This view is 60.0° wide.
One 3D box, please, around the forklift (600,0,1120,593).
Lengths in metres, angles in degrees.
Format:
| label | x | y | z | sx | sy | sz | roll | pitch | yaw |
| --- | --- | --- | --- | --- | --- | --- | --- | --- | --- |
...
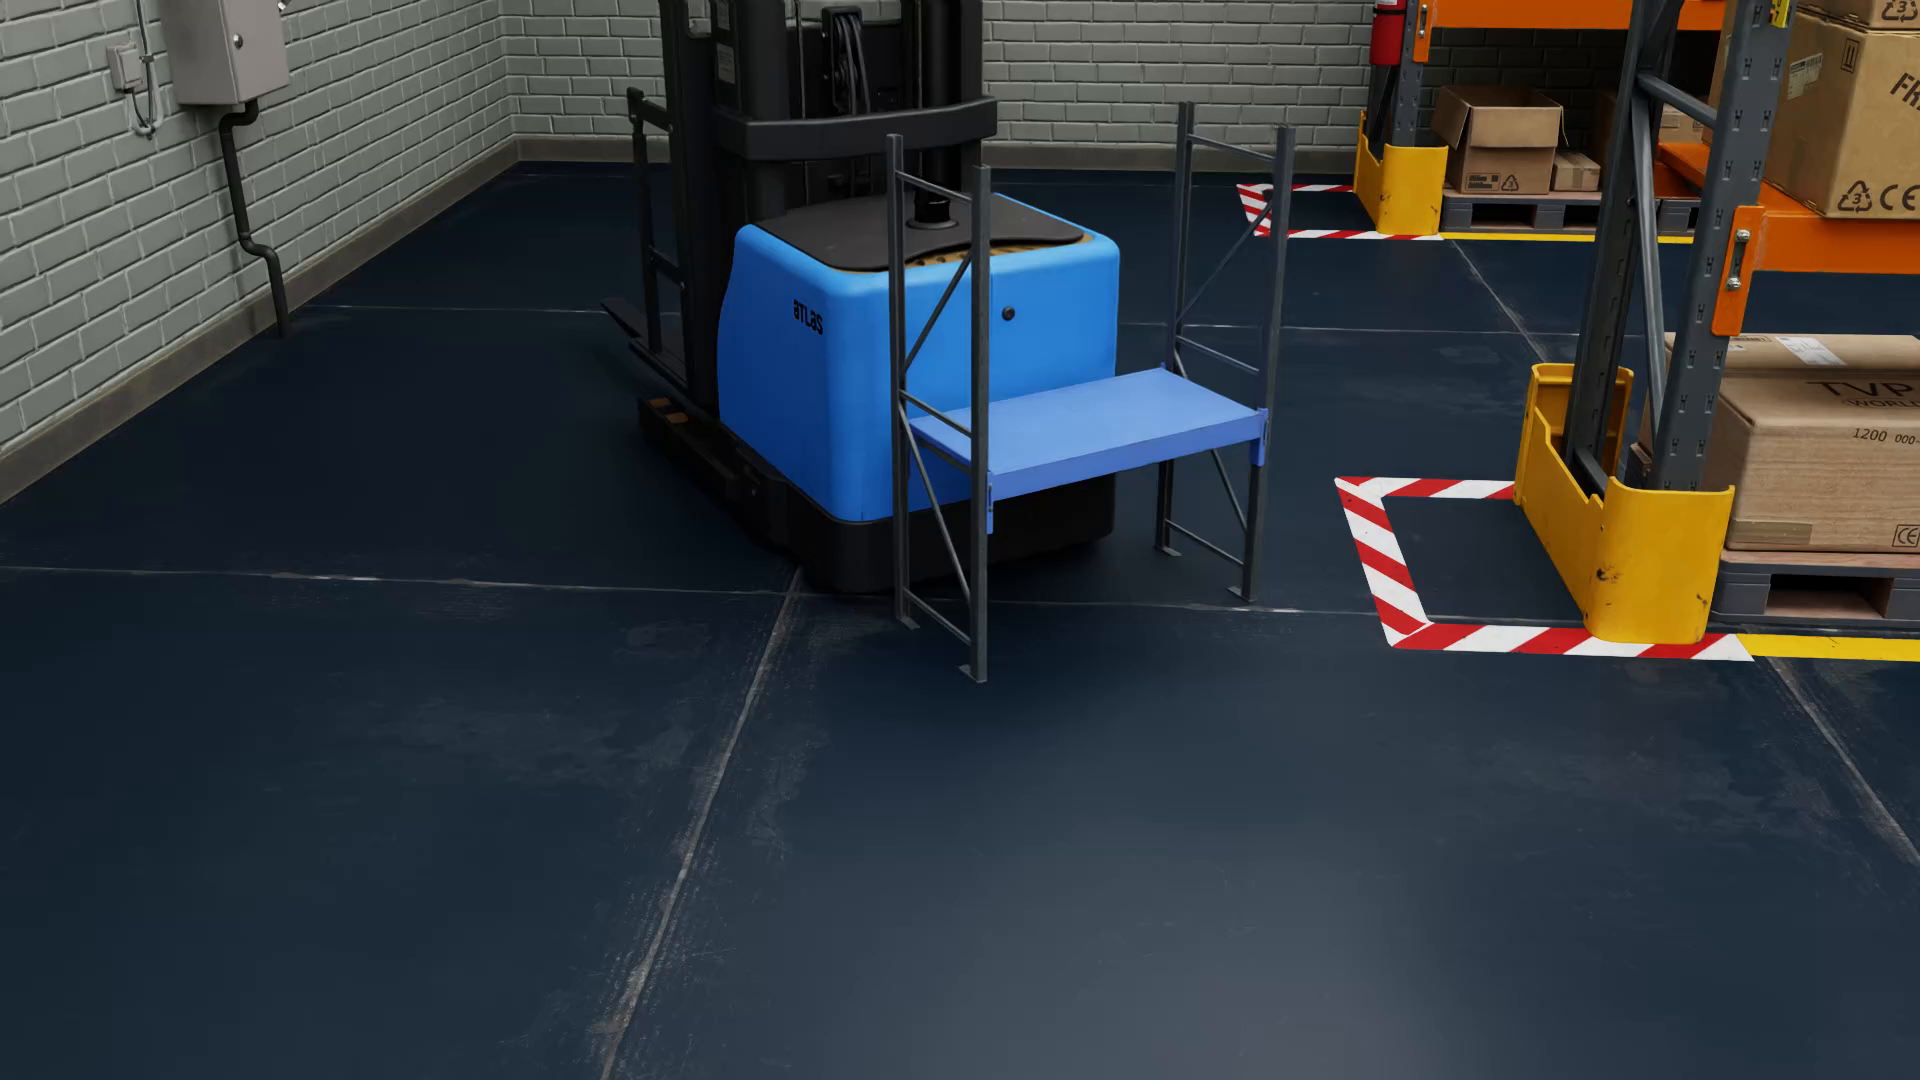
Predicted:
| label | x | y | z | sx | sy | sz | roll | pitch | yaw |
| --- | --- | --- | --- | --- | --- | --- | --- | --- | --- |
| forklift | -0.625 | -1.743 | 6.031 | 1.130 | 2.935 | 3.031 | -13 | 28 | -26 |

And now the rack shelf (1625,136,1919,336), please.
| label | x | y | z | sx | sy | sz | roll | pitch | yaw |
| --- | --- | --- | --- | --- | --- | --- | --- | --- | --- |
| rack shelf | 4.168 | -0.899 | 4.975 | 4.000 | 0.370 | 1.077 | 2 | 25 | 4 |

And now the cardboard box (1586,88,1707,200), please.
| label | x | y | z | sx | sy | sz | roll | pitch | yaw |
| --- | --- | --- | --- | --- | --- | --- | --- | --- | --- |
| cardboard box | 4.002 | -2.311 | 9.672 | 0.500 | 0.500 | 0.700 | 3 | 25 | 6 |

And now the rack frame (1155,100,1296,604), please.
| label | x | y | z | sx | sy | sz | roll | pitch | yaw |
| --- | --- | --- | --- | --- | --- | --- | --- | --- | --- |
| rack frame | 0.809 | -0.571 | 5.196 | 0.032 | 1.500 | 0.500 | -14 | 28 | -28 |

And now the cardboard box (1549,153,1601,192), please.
| label | x | y | z | sx | sy | sz | roll | pitch | yaw |
| --- | --- | --- | --- | --- | --- | --- | --- | --- | --- |
| cardboard box | 3.574 | -2.165 | 9.775 | 0.250 | 0.149 | 0.380 | 1 | 25 | 2 |

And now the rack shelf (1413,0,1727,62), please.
| label | x | y | z | sx | sy | sz | roll | pitch | yaw |
| --- | --- | --- | --- | --- | --- | --- | --- | --- | --- |
| rack shelf | 4.545 | -2.968 | 9.471 | 4.000 | 0.370 | 1.077 | 2 | 25 | 4 |

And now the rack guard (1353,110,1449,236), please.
| label | x | y | z | sx | sy | sz | roll | pitch | yaw |
| --- | --- | --- | --- | --- | --- | --- | --- | --- | --- |
| rack guard | 2.626 | -2.220 | 9.977 | 0.348 | 0.500 | 1.175 | 2 | 25 | 4 |

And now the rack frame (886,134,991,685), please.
| label | x | y | z | sx | sy | sz | roll | pitch | yaw |
| --- | --- | --- | --- | --- | --- | --- | --- | --- | --- |
| rack frame | -0.063 | -0.352 | 4.721 | 0.032 | 1.500 | 0.500 | -14 | 28 | -28 |

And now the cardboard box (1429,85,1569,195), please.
| label | x | y | z | sx | sy | sz | roll | pitch | yaw |
| --- | --- | --- | --- | --- | --- | --- | --- | --- | --- |
| cardboard box | 3.153 | -2.356 | 9.766 | 0.637 | 0.503 | 0.797 | 1 | 25 | 2 |

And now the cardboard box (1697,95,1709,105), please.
| label | x | y | z | sx | sy | sz | roll | pitch | yaw |
| --- | --- | --- | --- | --- | --- | --- | --- | --- | --- |
| cardboard box | 4.522 | -2.252 | 9.544 | 0.500 | 0.500 | 0.500 | 2 | 25 | 5 |

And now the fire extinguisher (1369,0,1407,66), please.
| label | x | y | z | sx | sy | sz | roll | pitch | yaw |
| --- | --- | --- | --- | --- | --- | --- | --- | --- | --- |
| fire extinguisher | 2.368 | -2.966 | 9.146 | 0.183 | 0.674 | 0.296 | 2 | 25 | 4 |

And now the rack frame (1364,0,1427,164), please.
| label | x | y | z | sx | sy | sz | roll | pitch | yaw |
| --- | --- | --- | --- | --- | --- | --- | --- | --- | --- |
| rack frame | 2.550 | -3.358 | 9.460 | 0.127 | 3.000 | 1.000 | 2 | 25 | 4 |

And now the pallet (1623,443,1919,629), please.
| label | x | y | z | sx | sy | sz | roll | pitch | yaw |
| --- | --- | --- | --- | --- | --- | --- | --- | --- | --- |
| pallet | 2.977 | -0.030 | 5.562 | 1.213 | 0.211 | 1.003 | 2 | 25 | 4 |

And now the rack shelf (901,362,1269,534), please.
| label | x | y | z | sx | sy | sz | roll | pitch | yaw |
| --- | --- | --- | --- | --- | --- | --- | --- | --- | --- |
| rack shelf | 0.373 | -0.298 | 5.034 | 1.000 | 0.185 | 0.538 | -14 | 28 | -28 |

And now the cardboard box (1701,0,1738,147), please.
| label | x | y | z | sx | sy | sz | roll | pitch | yaw |
| --- | --- | --- | --- | --- | --- | --- | --- | --- | --- |
| cardboard box | 2.675 | -1.430 | 5.149 | 0.500 | 0.500 | 0.500 | 2 | 25 | 4 |

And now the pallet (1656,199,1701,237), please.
| label | x | y | z | sx | sy | sz | roll | pitch | yaw |
| --- | --- | --- | --- | --- | --- | --- | --- | --- | --- |
| pallet | 4.634 | -2.024 | 9.896 | 1.213 | 0.211 | 1.003 | 2 | 25 | 4 |

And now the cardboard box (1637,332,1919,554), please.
| label | x | y | z | sx | sy | sz | roll | pitch | yaw |
| --- | --- | --- | --- | --- | --- | --- | --- | --- | --- |
| cardboard box | 2.840 | -0.337 | 5.456 | 0.875 | 0.438 | 0.875 | 1 | 25 | 2 |

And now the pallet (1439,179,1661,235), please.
| label | x | y | z | sx | sy | sz | roll | pitch | yaw |
| --- | --- | --- | --- | --- | --- | --- | --- | --- | --- |
| pallet | 3.421 | -2.064 | 9.983 | 1.213 | 0.211 | 1.003 | 2 | 25 | 4 |

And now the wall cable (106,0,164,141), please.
| label | x | y | z | sx | sy | sz | roll | pitch | yaw |
| --- | --- | --- | --- | --- | --- | --- | --- | --- | --- |
| wall cable | -3.353 | -2.513 | 6.408 | 0.122 | 1.984 | 0.588 | 2 | 25 | 4 |

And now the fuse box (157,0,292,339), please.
| label | x | y | z | sx | sy | sz | roll | pitch | yaw |
| --- | --- | --- | --- | --- | --- | --- | --- | --- | --- |
| fuse box | -3.144 | -1.746 | 7.497 | 0.414 | 1.711 | 0.539 | 2 | 25 | 4 |

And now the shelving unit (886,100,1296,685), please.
| label | x | y | z | sx | sy | sz | roll | pitch | yaw |
| --- | --- | --- | --- | --- | --- | --- | --- | --- | --- |
| shelving unit | 0.373 | -0.461 | 4.958 | 1.048 | 1.500 | 0.538 | -14 | 28 | -28 |

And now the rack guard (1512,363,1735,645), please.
| label | x | y | z | sx | sy | sz | roll | pitch | yaw |
| --- | --- | --- | --- | --- | --- | --- | --- | --- | --- |
| rack guard | 2.150 | -0.155 | 5.488 | 0.348 | 0.500 | 1.175 | 2 | 25 | 4 |

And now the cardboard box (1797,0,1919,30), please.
| label | x | y | z | sx | sy | sz | roll | pitch | yaw |
| --- | --- | --- | --- | --- | --- | --- | --- | --- | --- |
| cardboard box | 2.631 | -1.655 | 4.442 | 0.500 | 0.500 | 0.500 | 1 | 25 | 3 |

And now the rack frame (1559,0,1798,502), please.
| label | x | y | z | sx | sy | sz | roll | pitch | yaw |
| --- | --- | --- | --- | --- | --- | --- | --- | --- | --- |
| rack frame | 2.174 | -1.289 | 4.964 | 0.127 | 3.000 | 1.000 | 2 | 25 | 4 |

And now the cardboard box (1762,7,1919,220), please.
| label | x | y | z | sx | sy | sz | roll | pitch | yaw |
| --- | --- | --- | --- | --- | --- | --- | --- | --- | --- |
| cardboard box | 2.631 | -1.200 | 4.649 | 0.500 | 0.500 | 0.500 | 2 | 25 | 4 |

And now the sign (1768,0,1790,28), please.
| label | x | y | z | sx | sy | sz | roll | pitch | yaw |
| --- | --- | --- | --- | --- | --- | --- | --- | --- | --- |
| sign | 2.126 | -1.488 | 4.264 | 0.005 | 0.325 | 0.100 | 2 | 25 | 4 |
